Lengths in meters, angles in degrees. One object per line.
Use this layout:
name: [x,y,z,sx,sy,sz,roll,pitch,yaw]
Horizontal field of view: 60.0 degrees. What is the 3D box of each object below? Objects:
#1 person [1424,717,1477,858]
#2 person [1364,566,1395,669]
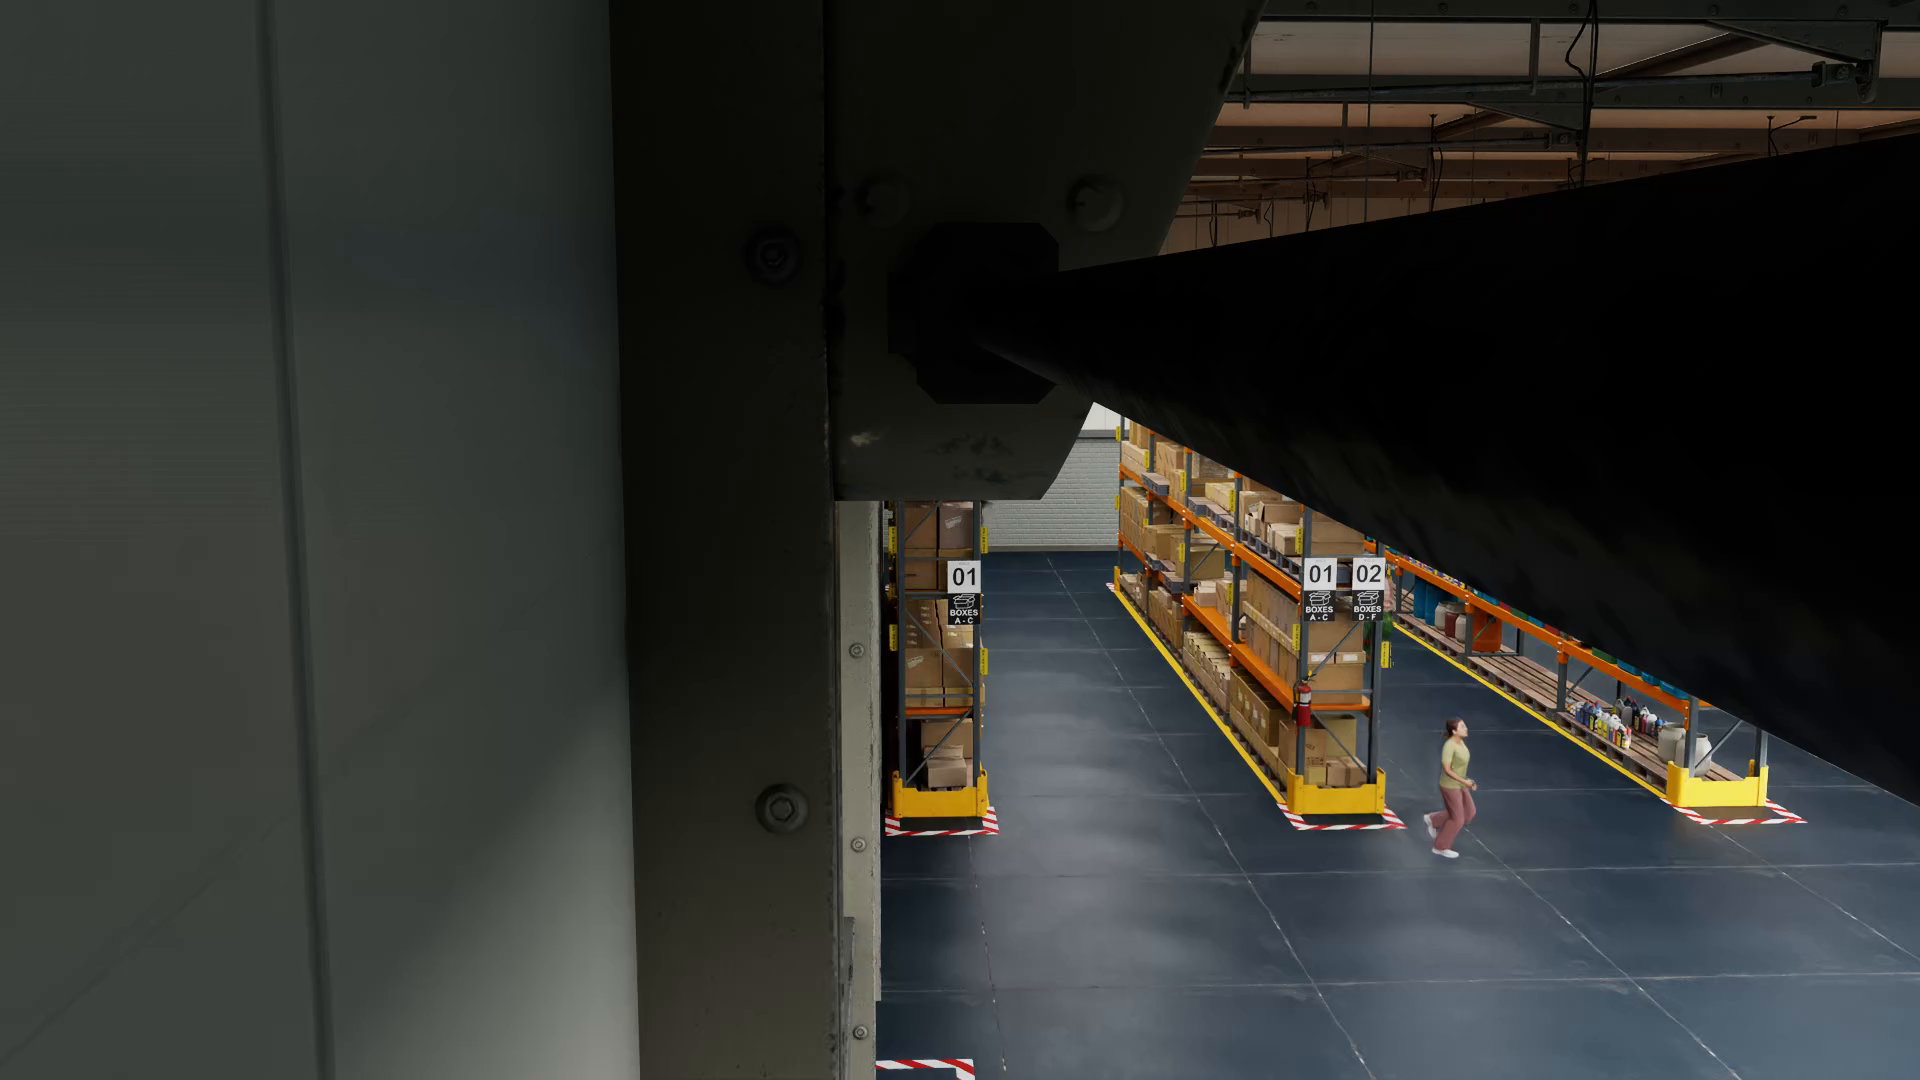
person: [5.565,2.782,18.812,0.613,1.625,0.598,5,10,32]
person: [7.283,1.266,28.933,0.636,1.821,0.843,-1,8,-8]
